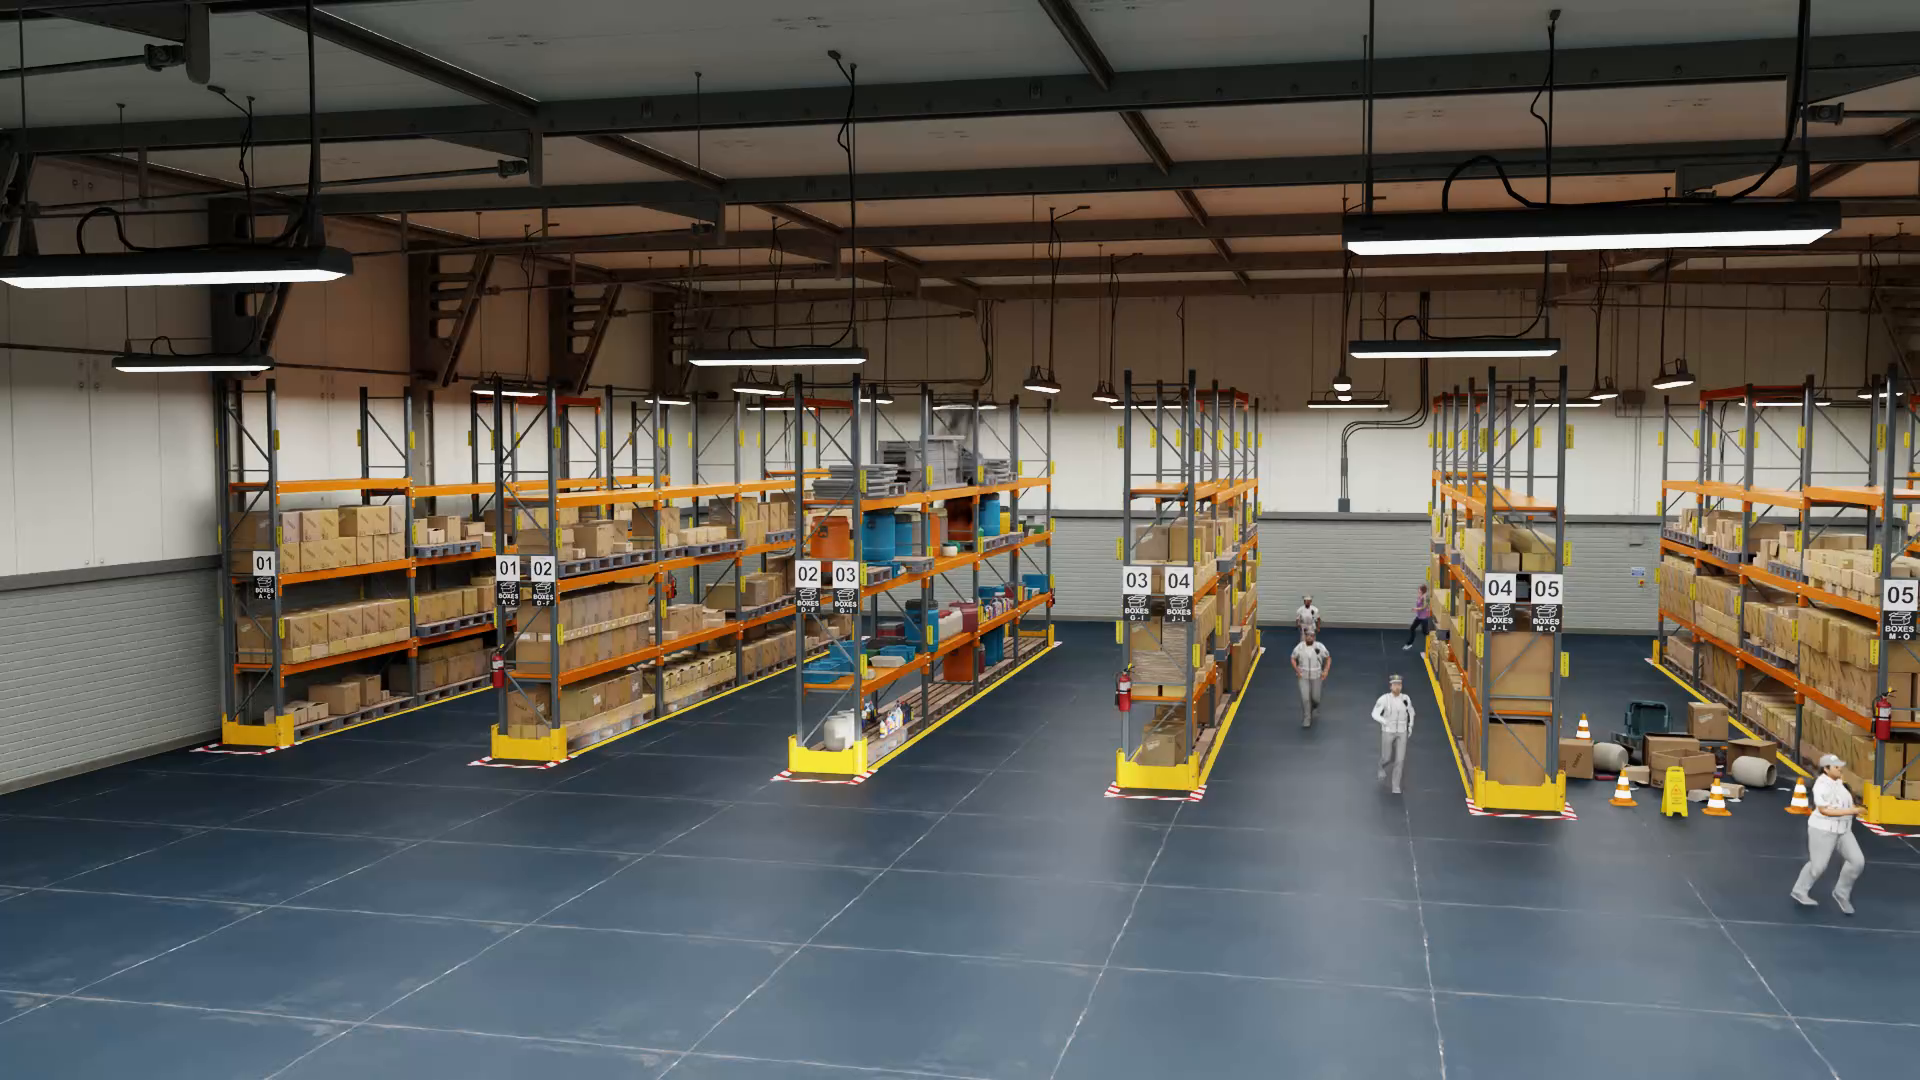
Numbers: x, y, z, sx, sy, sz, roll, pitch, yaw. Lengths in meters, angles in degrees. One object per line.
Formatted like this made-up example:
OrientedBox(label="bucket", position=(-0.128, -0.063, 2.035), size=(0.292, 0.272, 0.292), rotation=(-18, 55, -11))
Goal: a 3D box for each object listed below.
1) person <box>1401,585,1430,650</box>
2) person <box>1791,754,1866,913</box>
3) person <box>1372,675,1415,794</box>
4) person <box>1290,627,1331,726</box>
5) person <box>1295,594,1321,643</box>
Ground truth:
OrientedBox(label="person", position=(10.936, 1.845, 39.312), size=(0.871, 1.598, 0.543), rotation=(0, 3, 2))
OrientedBox(label="person", position=(9.237, 3.126, 17.639), size=(0.590, 1.724, 0.721), rotation=(-2, 4, -33))
OrientedBox(label="person", position=(6.194, 2.739, 23.749), size=(0.647, 1.667, 0.745), rotation=(0, 3, 0))
OrientedBox(label="person", position=(6.165, 2.383, 29.264), size=(0.696, 1.742, 0.594), rotation=(1, 3, 11))
OrientedBox(label="person", position=(7.635, 2.004, 36.482), size=(0.559, 1.648, 0.590), rotation=(1, 3, 10))
